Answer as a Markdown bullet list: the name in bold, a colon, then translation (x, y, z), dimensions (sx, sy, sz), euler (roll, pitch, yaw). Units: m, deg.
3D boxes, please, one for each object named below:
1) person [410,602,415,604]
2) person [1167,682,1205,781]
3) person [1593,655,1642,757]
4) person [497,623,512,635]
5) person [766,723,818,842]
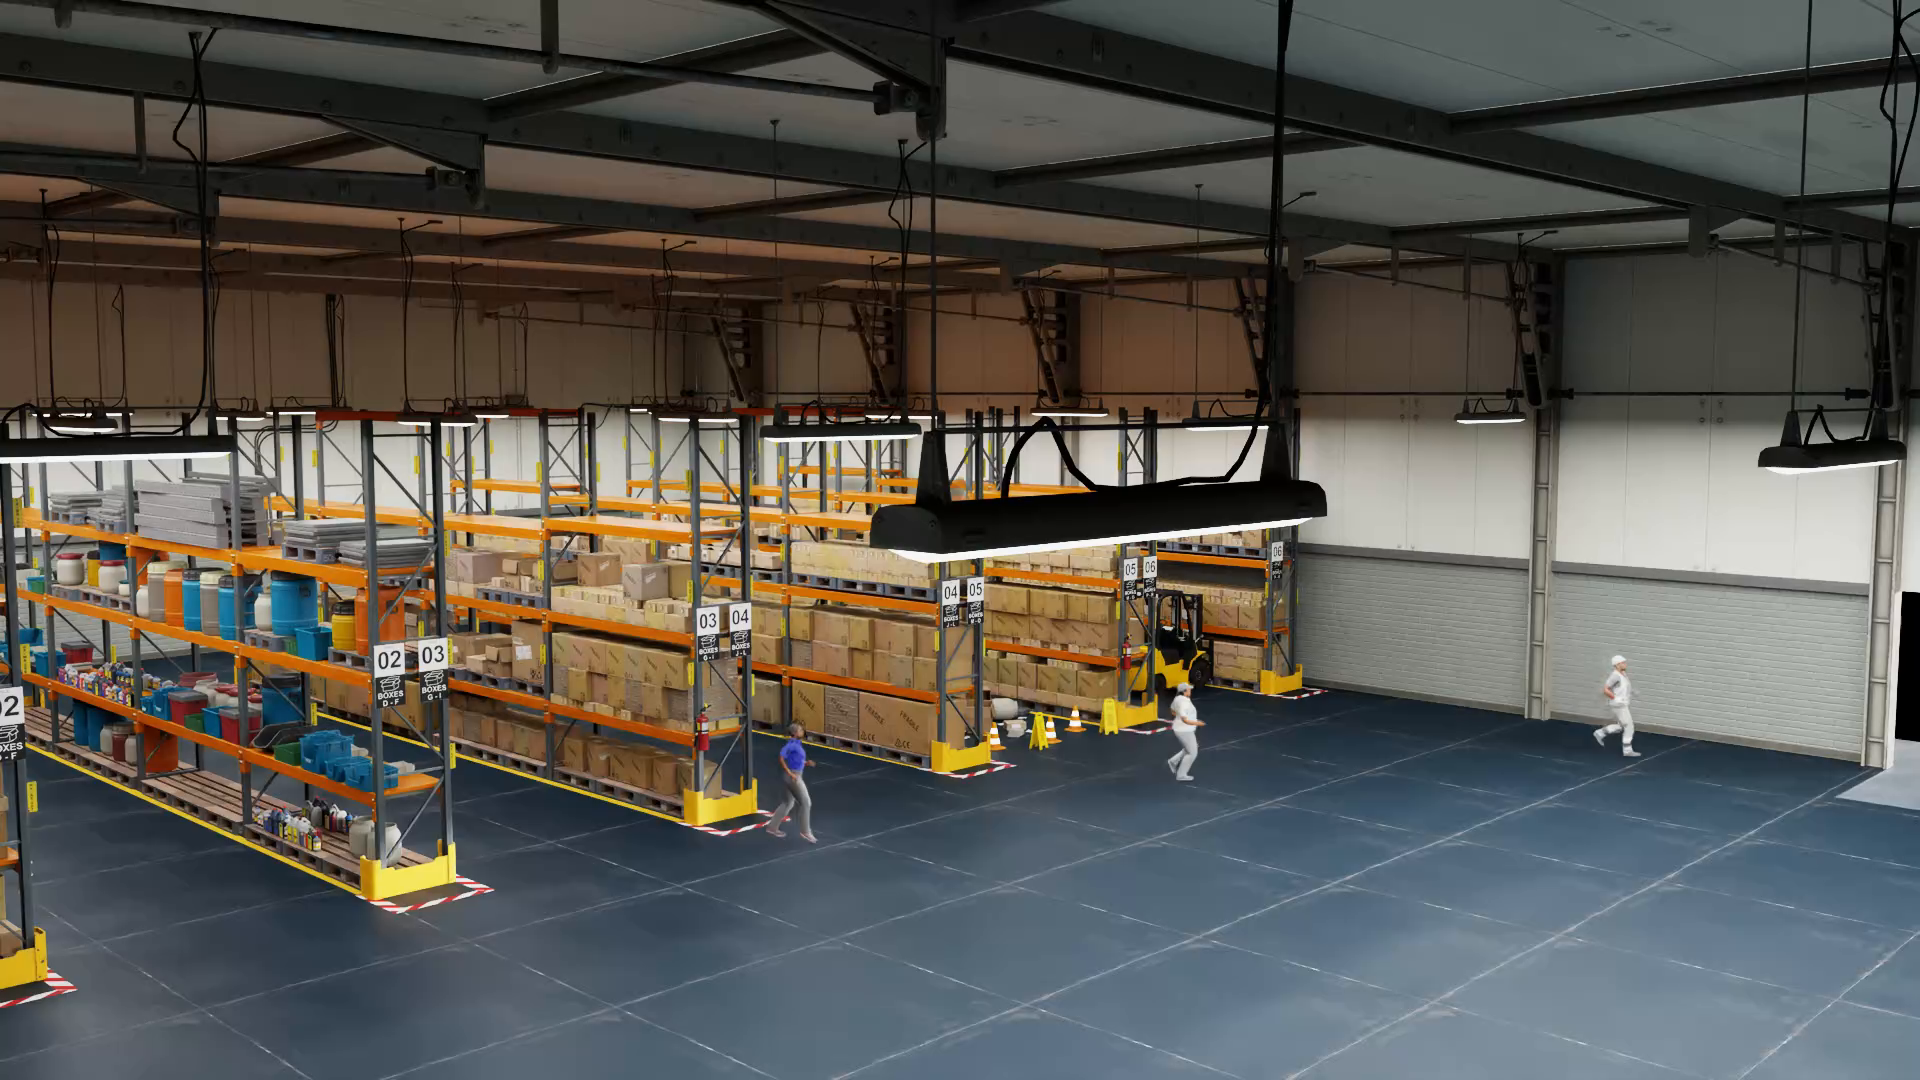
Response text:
- **person**: translation (-12.543, 2.210, 37.927), dimensions (0.601, 1.547, 0.499), euler (-1, 5, -7)
- **person**: translation (3.690, 3.118, 27.150), dimensions (0.565, 1.619, 0.601), euler (0, 5, -5)
- **person**: translation (11.480, 2.887, 29.018), dimensions (0.849, 1.758, 0.668), euler (4, 6, 35)
- **person**: translation (-11.068, 1.905, 40.590), dimensions (0.618, 1.768, 0.724), euler (1, 5, 14)
- **person**: translation (-2.382, 3.434, 23.487), dimensions (0.737, 1.717, 0.567), euler (-1, 5, -11)
